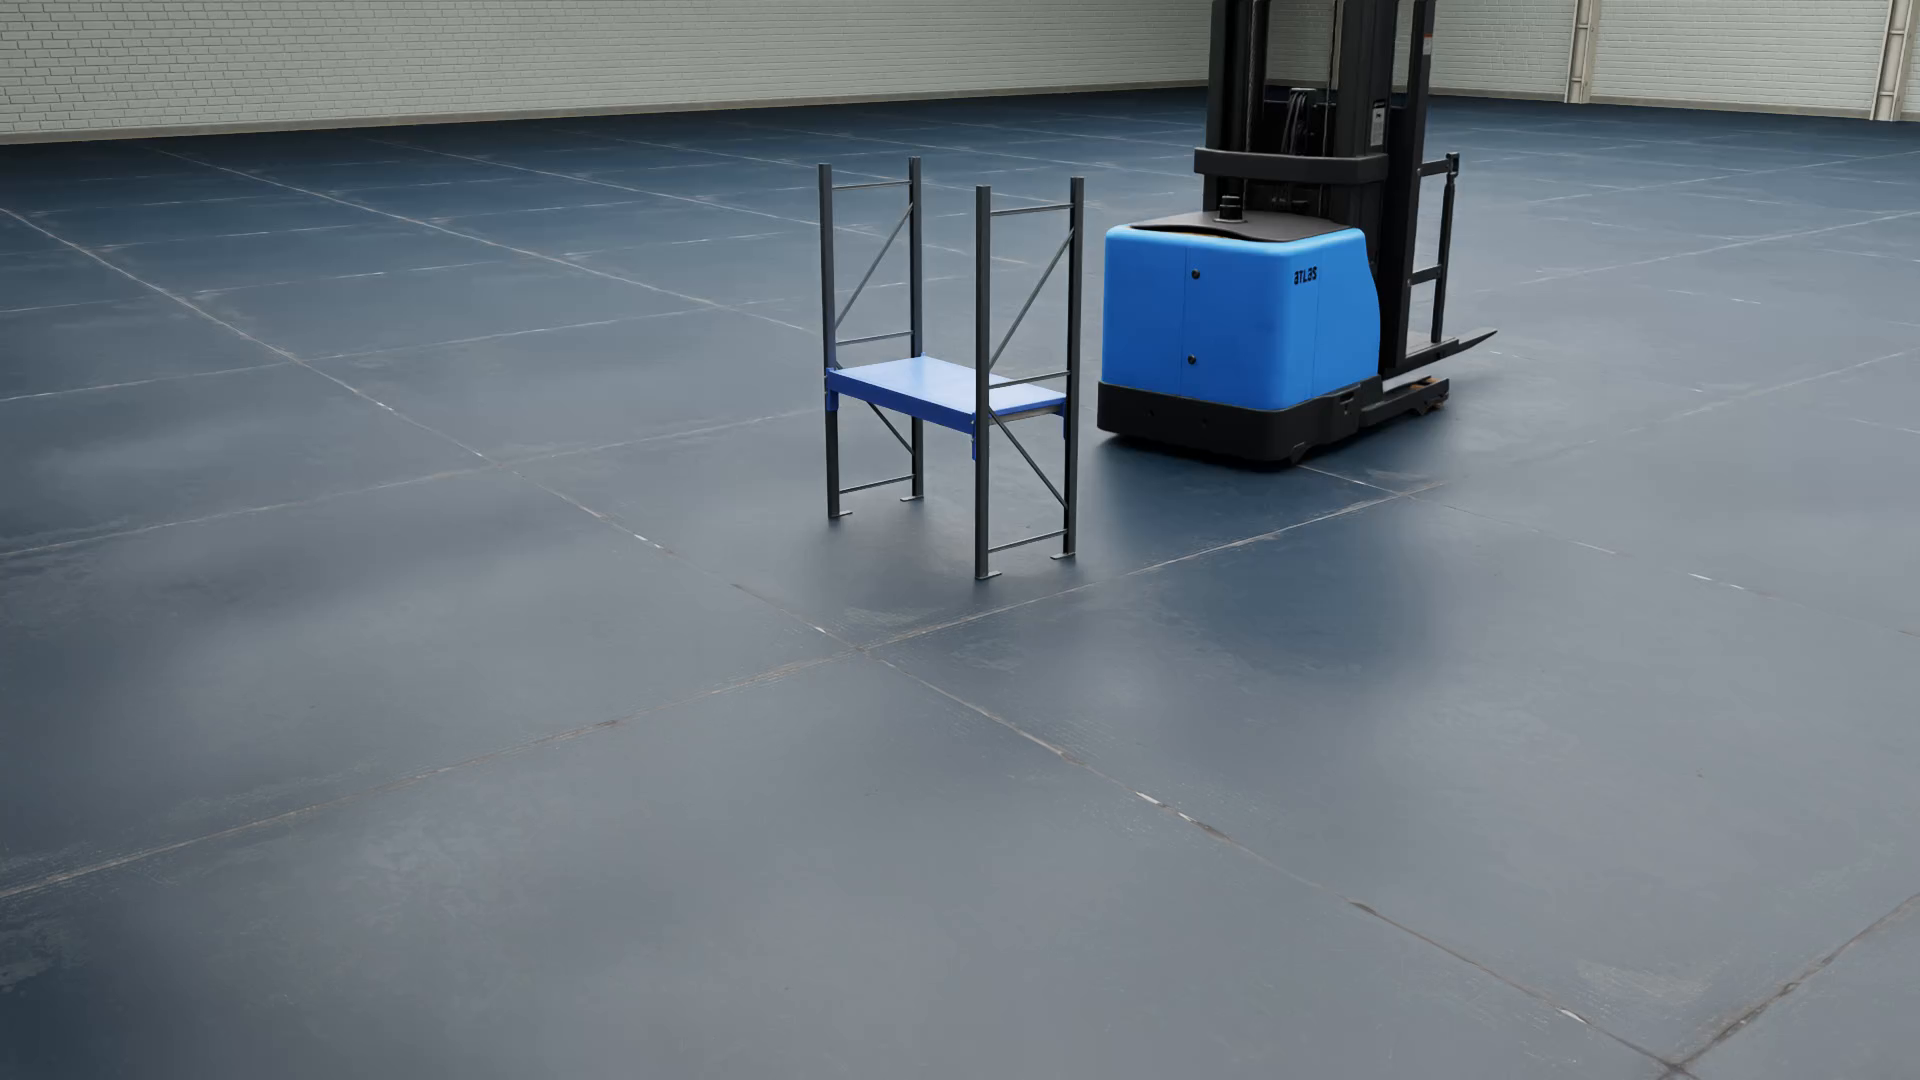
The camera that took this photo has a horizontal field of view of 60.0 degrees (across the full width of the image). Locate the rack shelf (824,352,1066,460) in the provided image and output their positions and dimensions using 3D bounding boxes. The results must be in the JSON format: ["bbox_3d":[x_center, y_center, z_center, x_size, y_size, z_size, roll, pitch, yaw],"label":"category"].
[{"bbox_3d":[-0.053,-0.562,6.788,0.538,0.185,1.000,-14,23,-36],"label":"rack shelf"}]

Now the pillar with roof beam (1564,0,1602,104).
[{"bbox_3d":[9.064,-12.247,29.575,9.100,9.000,0.400,-14,23,-36],"label":"pillar with roof beam"}]

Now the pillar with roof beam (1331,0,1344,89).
[{"bbox_3d":[5.338,-13.726,34.040,9.100,9.000,0.400,-14,23,-36],"label":"pillar with roof beam"}]

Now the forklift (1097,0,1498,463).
[{"bbox_3d":[2.019,-2.150,8.735,1.130,2.935,3.031,15,23,37],"label":"forklift"}]

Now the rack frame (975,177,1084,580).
[{"bbox_3d":[0.263,-0.608,6.354,0.500,1.500,0.032,-14,23,-36],"label":"rack frame"}]

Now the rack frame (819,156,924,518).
[{"bbox_3d":[-0.369,-0.858,7.110,0.500,1.500,0.032,-14,23,-36],"label":"rack frame"}]

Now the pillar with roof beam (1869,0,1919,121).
[{"bbox_3d":[12.789,-10.769,25.110,9.100,9.000,0.400,-14,23,-36],"label":"pillar with roof beam"}]

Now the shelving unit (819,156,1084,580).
[{"bbox_3d":[-0.053,-0.733,6.732,0.538,1.500,1.048,-14,23,-36],"label":"shelving unit"}]
